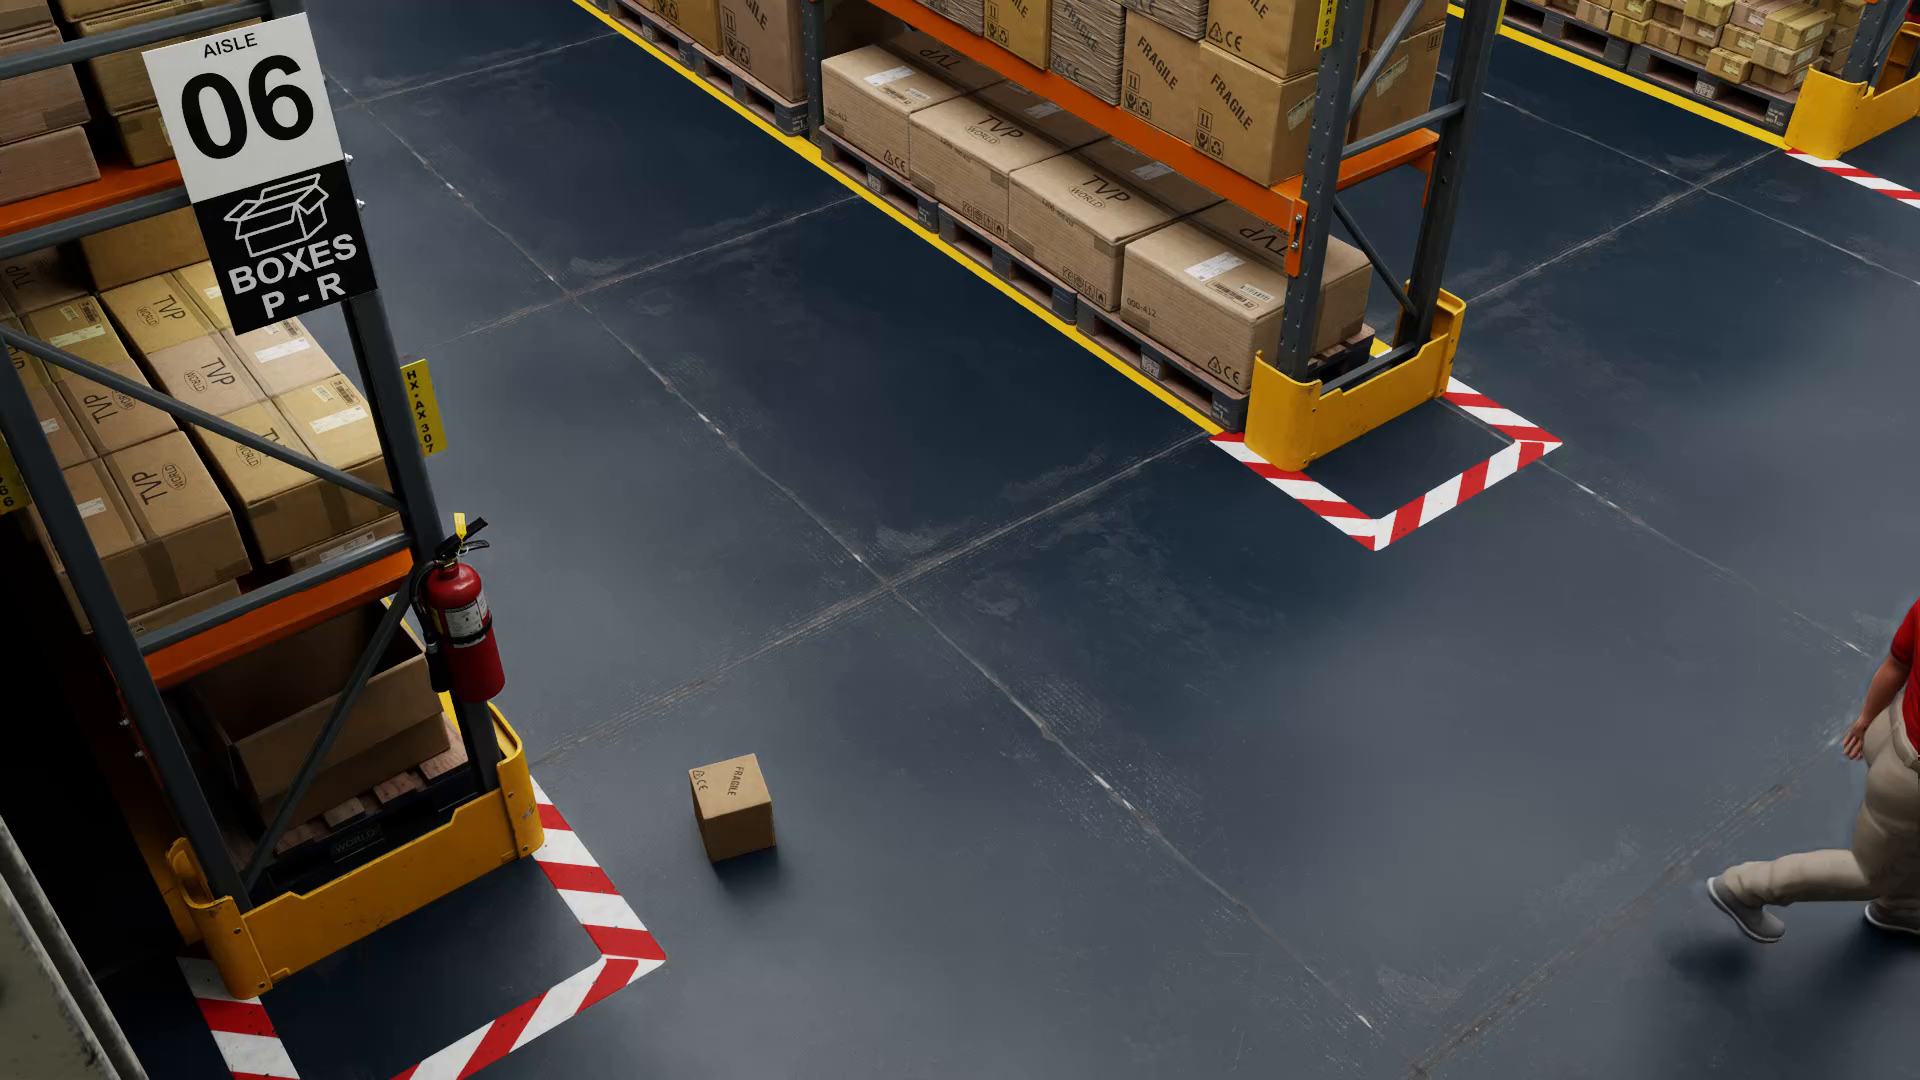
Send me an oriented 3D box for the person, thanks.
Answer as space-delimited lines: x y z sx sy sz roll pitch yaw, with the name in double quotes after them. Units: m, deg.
3.043 0.725 5.301 0.928 1.685 0.541 10 41 12 "person"
